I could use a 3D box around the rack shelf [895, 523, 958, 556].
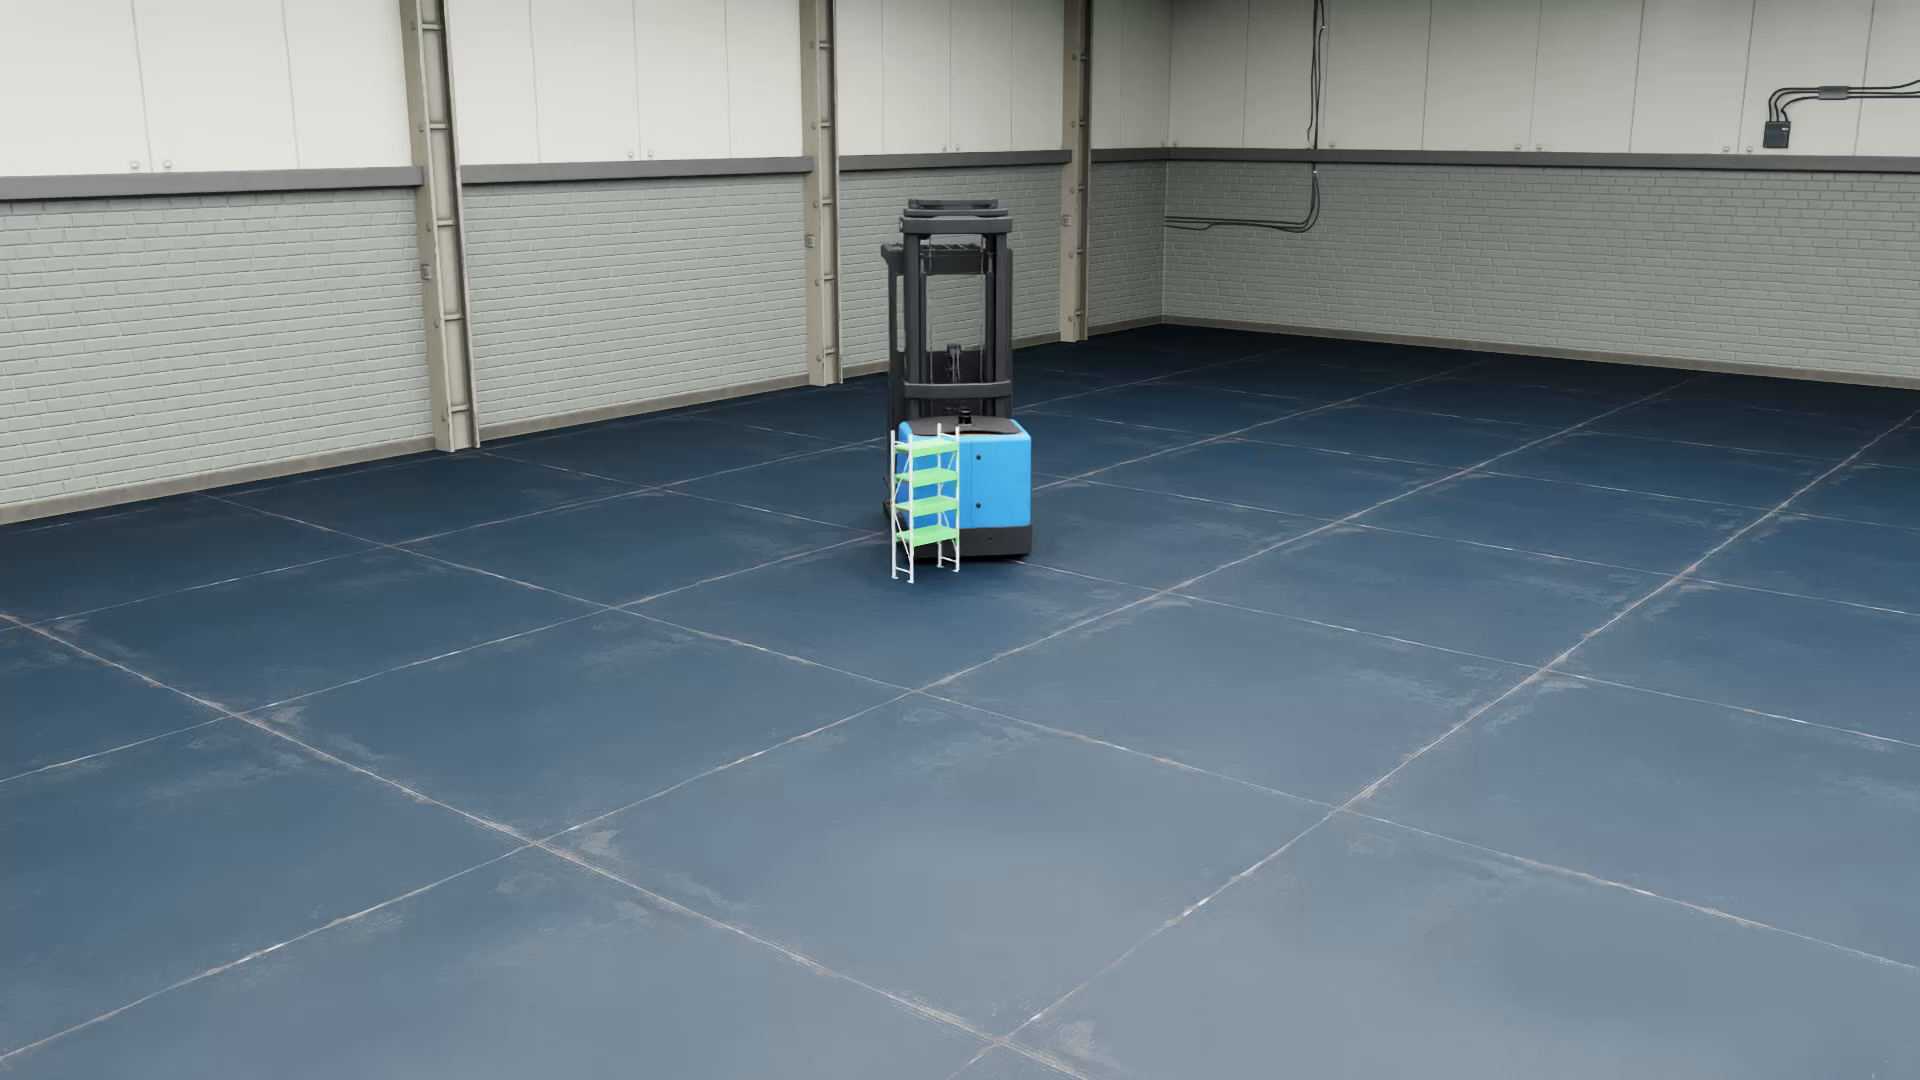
[{"bbox_3d":[-0.276,-0.007,13.446,0.480,0.148,0.258,-12,19,-40],"label":"rack shelf"}]

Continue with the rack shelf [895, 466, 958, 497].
[{"bbox_3d":[-0.276,-0.472,13.328,0.480,0.148,0.258,-12,19,-40],"label":"rack shelf"}]

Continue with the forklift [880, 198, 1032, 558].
[{"bbox_3d":[-0.120,-1.587,14.918,1.130,2.935,3.031,-2,14,-8],"label":"forklift"}]

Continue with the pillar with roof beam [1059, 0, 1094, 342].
[{"bbox_3d":[5.239,-7.030,24.019,9.100,9.000,0.400,11,18,38],"label":"pillar with roof beam"}]

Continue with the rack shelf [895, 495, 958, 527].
[{"bbox_3d":[-0.276,-0.239,13.387,0.480,0.148,0.258,-12,19,-40],"label":"rack shelf"}]

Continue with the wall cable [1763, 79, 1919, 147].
[{"bbox_3d":[12.144,-8.232,21.843,2.305,6.003,0.169,11,18,38],"label":"wall cable"}]

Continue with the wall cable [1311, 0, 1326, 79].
[{"bbox_3d":[6.874,-8.580,26.170,3.097,2.526,0.112,11,18,38],"label":"wall cable"}]

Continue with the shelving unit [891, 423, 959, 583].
[{"bbox_3d":[-0.276,-0.301,13.371,0.503,1.200,0.258,-12,19,-40],"label":"shelving unit"}]

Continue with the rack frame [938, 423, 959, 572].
[{"bbox_3d":[-0.094,-0.341,13.528,0.015,1.200,0.240,-12,19,-40],"label":"rack frame"}]

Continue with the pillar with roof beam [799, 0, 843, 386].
[{"bbox_3d":[1.468,-5.881,19.496,9.100,9.000,0.400,11,18,38],"label":"pillar with roof beam"}]

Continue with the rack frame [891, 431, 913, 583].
[{"bbox_3d":[-0.459,-0.261,13.214,0.015,1.200,0.240,-12,19,-40],"label":"rack frame"}]

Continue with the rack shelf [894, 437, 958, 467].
[{"bbox_3d":[-0.276,-0.704,13.269,0.480,0.148,0.258,-12,19,-40],"label":"rack shelf"}]

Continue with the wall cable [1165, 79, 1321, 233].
[{"bbox_3d":[4.770,-6.551,28.439,3.097,2.526,0.112,11,18,38],"label":"wall cable"}]

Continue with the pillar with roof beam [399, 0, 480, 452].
[{"bbox_3d":[-2.304,-4.732,14.973,9.100,9.000,0.400,11,18,38],"label":"pillar with roof beam"}]
